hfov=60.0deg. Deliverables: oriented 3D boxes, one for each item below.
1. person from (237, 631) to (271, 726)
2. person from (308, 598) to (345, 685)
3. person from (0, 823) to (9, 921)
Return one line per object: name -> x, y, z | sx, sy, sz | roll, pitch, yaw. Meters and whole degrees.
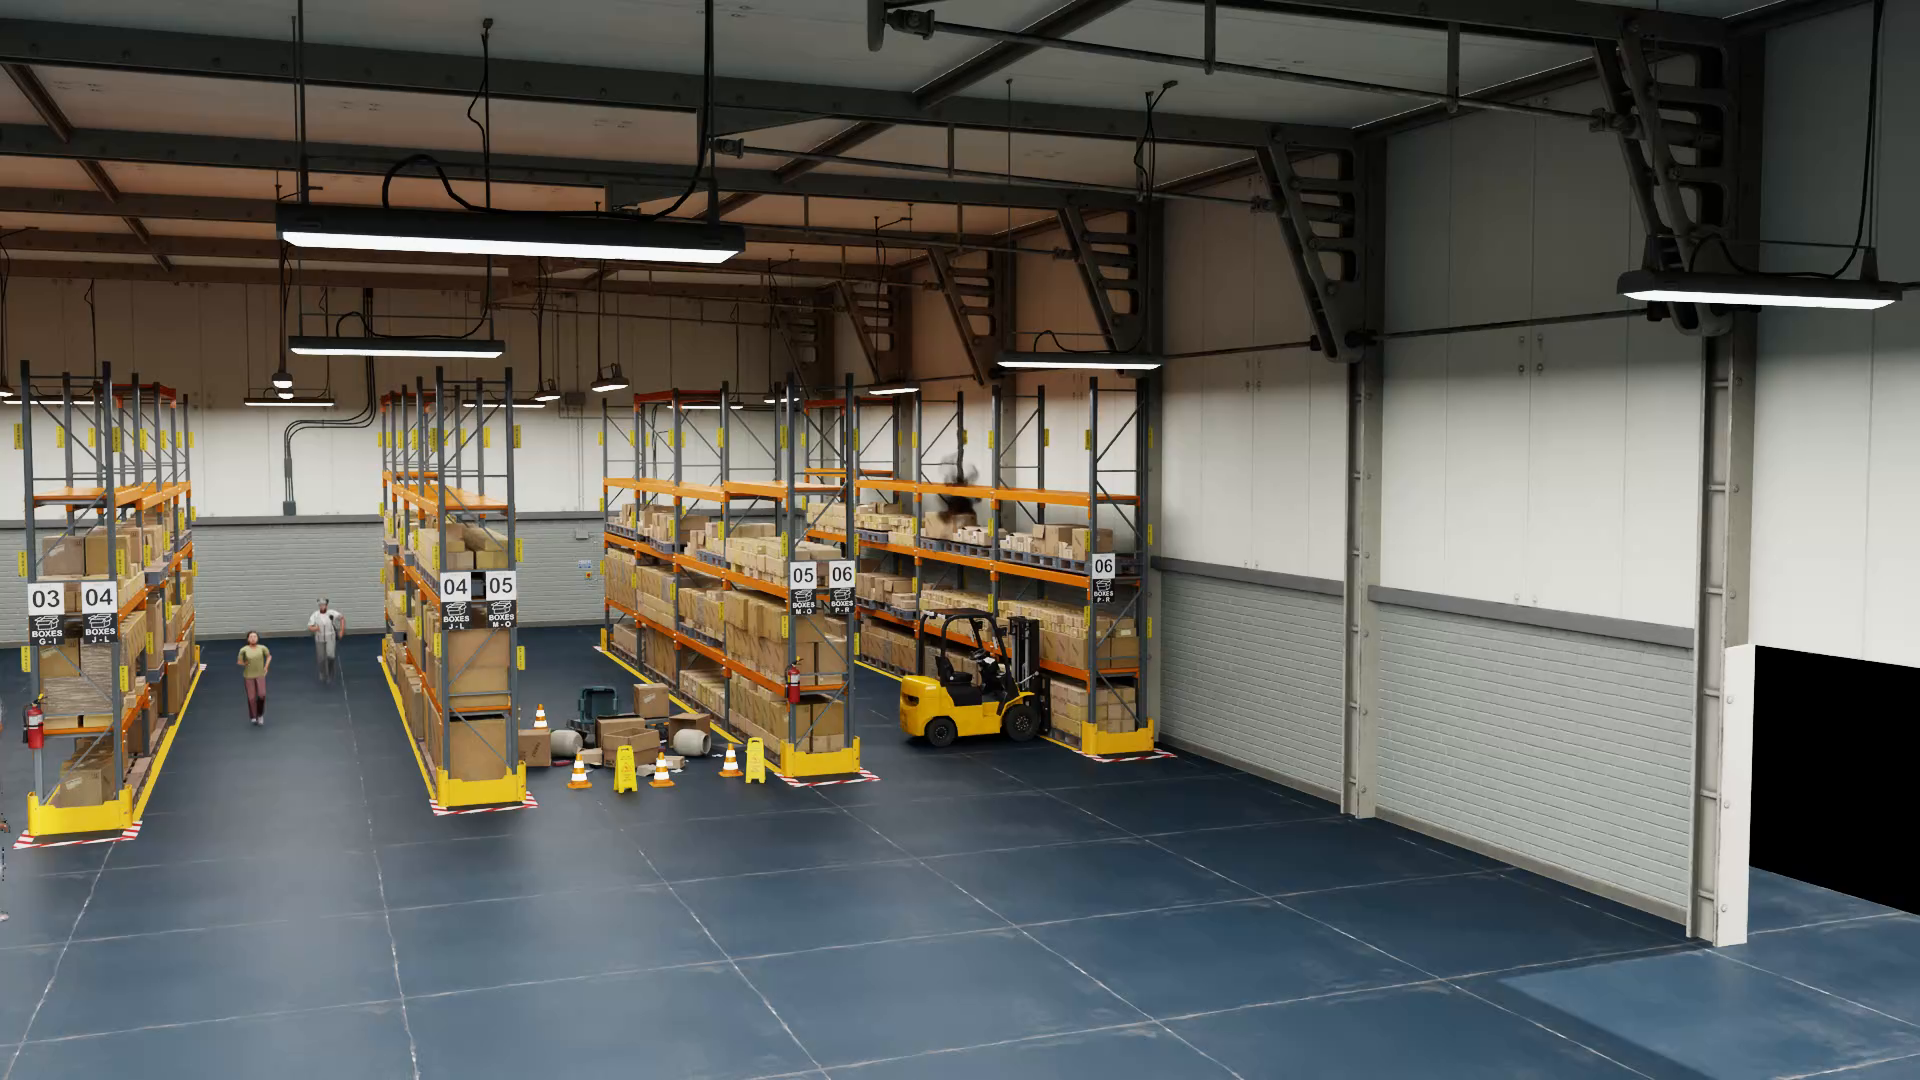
person -> -12.348, 2.422, 29.122 | 0.561, 1.667, 0.607 | -2, 4, -25
person -> -13.010, 2.068, 34.143 | 0.677, 1.801, 0.891 | -1, 4, -13
person -> -10.239, 3.159, 17.300 | 0.671, 1.598, 0.581 | 1, 3, 11
